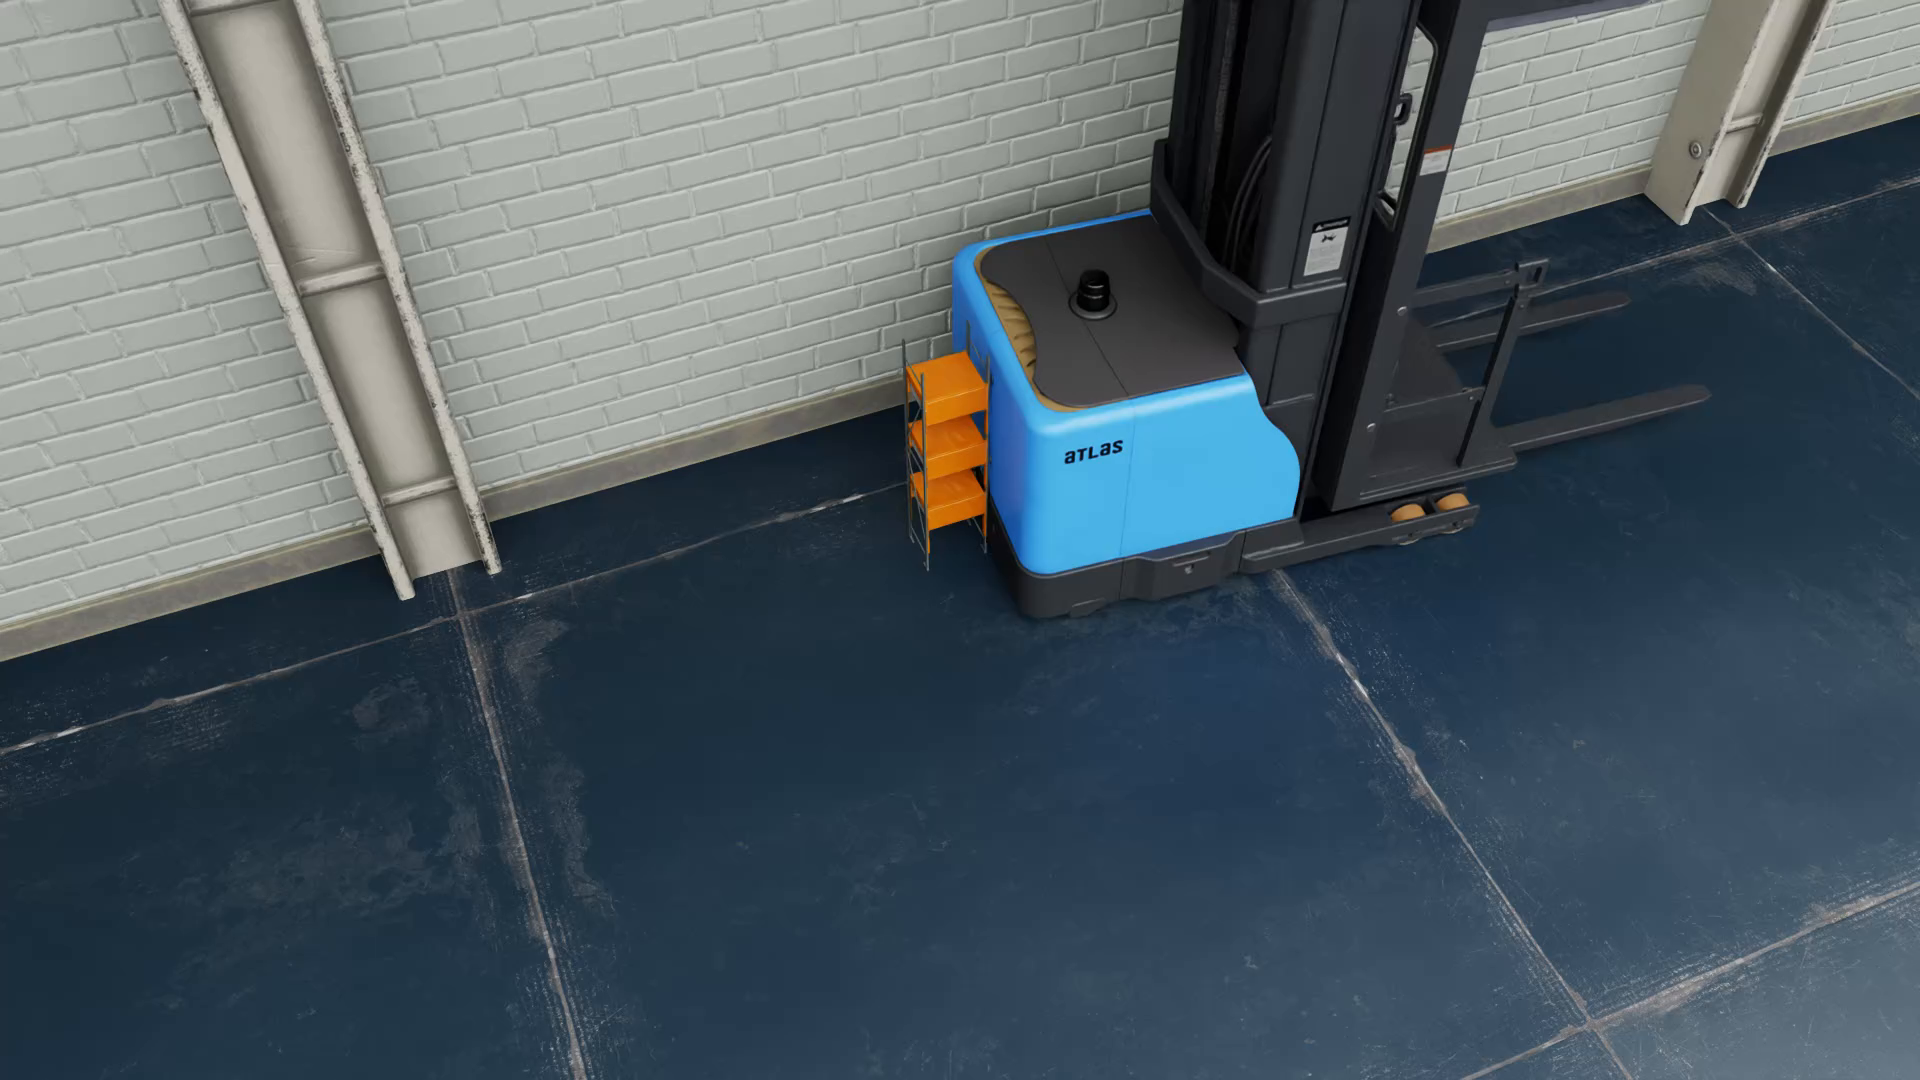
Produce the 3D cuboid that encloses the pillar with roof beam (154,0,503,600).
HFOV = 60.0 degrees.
[{"bbox_3d":[-0.398,0.160,0.521,0.400,9.000,9.100,-17,52,-14],"label":"pillar with roof beam"}]

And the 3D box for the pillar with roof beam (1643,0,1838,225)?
[{"bbox_3d":[5.157,-1.561,1.999,0.400,9.000,9.100,-17,52,-14],"label":"pillar with roof beam"}]

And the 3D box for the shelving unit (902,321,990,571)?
[{"bbox_3d":[-0.050,-0.327,6.179,0.252,1.050,0.215,-17,52,-14],"label":"shelving unit"}]

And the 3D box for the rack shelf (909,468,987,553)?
[{"bbox_3d":[-0.050,-0.139,6.398,0.240,0.259,0.215,-17,52,-14],"label":"rack shelf"}]

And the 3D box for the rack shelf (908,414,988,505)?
[{"bbox_3d":[-0.050,-0.320,6.187,0.240,0.259,0.215,-17,52,-14],"label":"rack shelf"}]

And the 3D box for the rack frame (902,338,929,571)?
[{"bbox_3d":[-0.162,-0.292,6.149,0.008,1.050,0.200,-17,52,-14],"label":"rack frame"}]

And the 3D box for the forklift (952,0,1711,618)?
[{"bbox_3d":[1.534,-1.309,5.783,3.031,2.935,1.130,-13,51,-11],"label":"forklift"}]

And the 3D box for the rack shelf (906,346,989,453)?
[{"bbox_3d":[-0.050,-0.505,5.972,0.240,0.259,0.215,-17,52,-14],"label":"rack shelf"}]

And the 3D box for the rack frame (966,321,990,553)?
[{"bbox_3d":[0.063,-0.362,6.209,0.008,1.050,0.200,-17,52,-14],"label":"rack frame"}]
